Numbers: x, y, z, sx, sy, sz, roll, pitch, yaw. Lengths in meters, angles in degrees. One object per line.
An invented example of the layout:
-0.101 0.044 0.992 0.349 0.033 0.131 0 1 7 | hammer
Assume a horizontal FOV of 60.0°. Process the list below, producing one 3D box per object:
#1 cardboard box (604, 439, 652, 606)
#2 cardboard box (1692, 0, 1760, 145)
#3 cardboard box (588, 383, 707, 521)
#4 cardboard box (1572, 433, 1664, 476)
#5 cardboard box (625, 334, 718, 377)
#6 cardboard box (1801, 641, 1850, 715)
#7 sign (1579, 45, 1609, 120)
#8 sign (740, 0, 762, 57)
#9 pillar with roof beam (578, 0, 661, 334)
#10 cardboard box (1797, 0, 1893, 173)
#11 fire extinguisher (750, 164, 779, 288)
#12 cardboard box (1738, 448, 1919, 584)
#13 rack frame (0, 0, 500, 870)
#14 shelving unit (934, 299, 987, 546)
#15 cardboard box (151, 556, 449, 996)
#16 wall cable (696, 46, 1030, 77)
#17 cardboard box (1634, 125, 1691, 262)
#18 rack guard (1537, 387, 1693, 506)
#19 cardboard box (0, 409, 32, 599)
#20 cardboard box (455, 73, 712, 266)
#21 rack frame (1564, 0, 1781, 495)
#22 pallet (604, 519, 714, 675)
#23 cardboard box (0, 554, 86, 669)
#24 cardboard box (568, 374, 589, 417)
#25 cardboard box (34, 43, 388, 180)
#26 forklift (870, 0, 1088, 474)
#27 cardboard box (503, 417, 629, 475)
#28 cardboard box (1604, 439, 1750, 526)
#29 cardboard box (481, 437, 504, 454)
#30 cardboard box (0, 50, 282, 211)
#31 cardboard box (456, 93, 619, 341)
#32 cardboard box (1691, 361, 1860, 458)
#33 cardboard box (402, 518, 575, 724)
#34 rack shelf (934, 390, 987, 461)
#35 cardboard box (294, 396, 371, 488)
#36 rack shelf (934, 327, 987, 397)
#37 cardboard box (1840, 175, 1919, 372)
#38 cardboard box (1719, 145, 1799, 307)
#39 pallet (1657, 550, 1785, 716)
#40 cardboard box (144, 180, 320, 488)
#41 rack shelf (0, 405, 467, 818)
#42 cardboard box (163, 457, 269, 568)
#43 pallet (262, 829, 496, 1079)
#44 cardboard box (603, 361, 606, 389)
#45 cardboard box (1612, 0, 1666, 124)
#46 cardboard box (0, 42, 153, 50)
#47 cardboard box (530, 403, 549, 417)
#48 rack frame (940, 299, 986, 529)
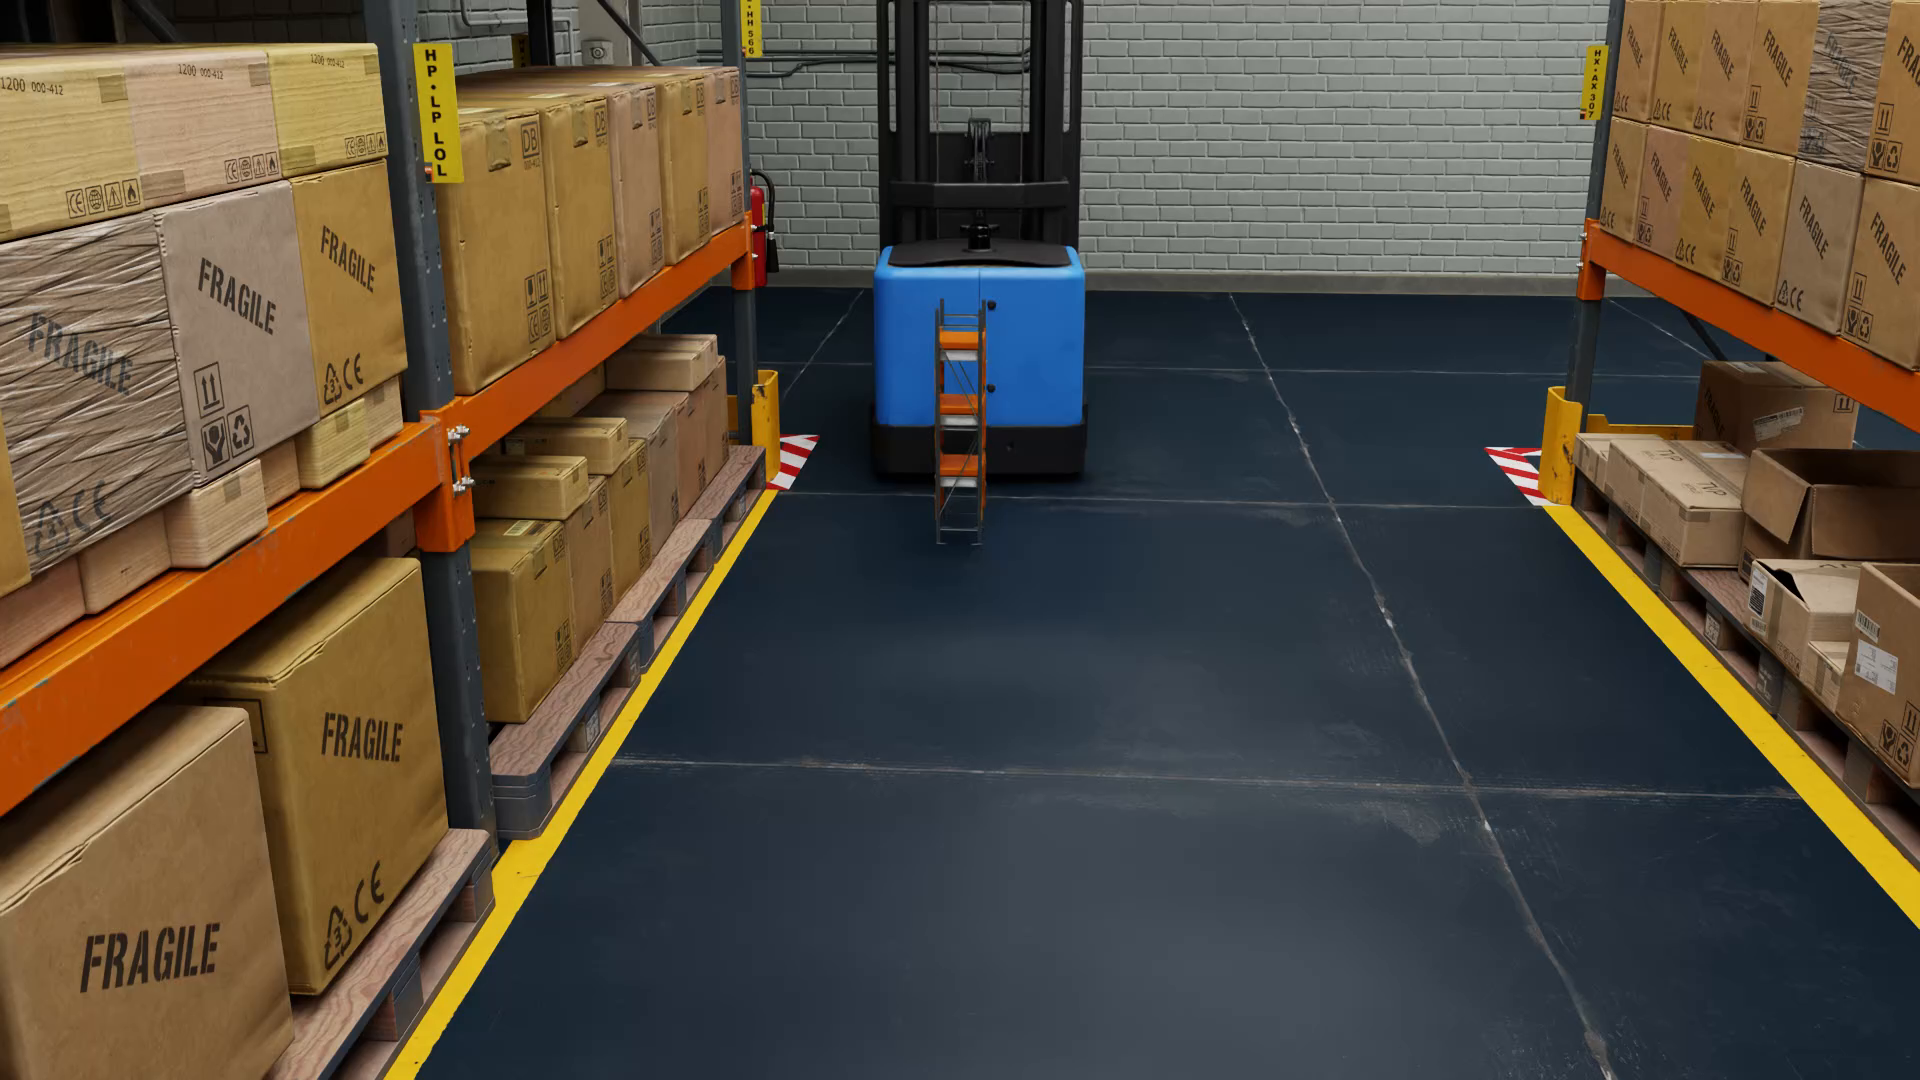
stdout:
-1.567 -0.080 6.189 0.700 0.500 0.500 2 18 5 | cardboard box
3.062 -1.728 6.114 0.500 0.500 0.500 2 18 5 | cardboard box
-1.500 -0.402 7.171 0.700 0.500 0.500 1 18 4 | cardboard box
3.054 -0.387 7.660 0.380 0.149 0.250 1 18 4 | cardboard box
-1.292 -0.821 7.410 0.380 0.149 0.250 1 18 3 | cardboard box
2.865 0.431 5.161 0.380 0.149 0.250 1 18 4 | cardboard box
2.886 -2.079 7.560 0.100 0.325 0.005 1 18 4 | sign
-0.974 -2.411 7.725 0.100 0.325 0.005 1 18 4 | sign
2.111 -5.378 9.383 9.100 9.000 0.400 1 18 4 | pillar with roof beam
2.989 -1.414 5.156 0.500 0.500 0.500 1 18 4 | cardboard box
-1.043 -1.587 8.174 0.296 0.674 0.183 1 18 4 | fire extinguisher
3.270 -0.020 5.968 0.797 0.503 0.637 1 18 4 | cardboard box
-1.801 -0.523 4.201 1.000 3.000 0.127 1 18 4 | rack frame
0.004 -0.516 7.310 0.215 1.050 0.252 1 18 4 | shelving unit
-1.718 0.504 3.845 0.750 0.750 0.750 1 18 5 | cardboard box
-0.752 -4.889 12.878 3.097 2.526 0.112 1 18 4 | wall cable
3.101 -1.411 6.750 0.500 0.500 0.500 1 18 3 | cardboard box
3.422 -0.444 7.975 1.175 0.500 0.348 1 18 4 | rack guard
-1.684 -0.102 2.247 0.500 0.500 0.500 2 18 5 | cardboard box
-1.582 -1.523 6.771 0.980 0.700 0.700 1 18 3 | cardboard box
3.427 -1.655 7.658 1.000 3.000 0.127 1 18 4 | rack frame
-1.583 0.188 6.510 1.003 0.211 1.213 1 18 4 | pallet
-1.677 0.092 2.696 0.380 0.149 0.250 1 18 2 | cardboard box
-1.726 -0.594 6.718 0.380 0.149 0.250 2 18 5 | cardboard box
-1.579 -0.927 3.559 0.500 0.250 0.500 2 18 5 | cardboard box
0.106 -2.124 9.198 1.130 2.935 3.031 0 18 0 | forklift
-1.401 -0.337 5.932 0.380 0.149 0.250 1 18 2 | cardboard box
3.069 -0.240 7.048 0.500 0.250 0.500 1 18 4 | cardboard box
-1.799 -0.277 5.751 0.380 0.149 0.250 1 18 2 | cardboard box
-1.625 -0.768 3.075 0.500 0.250 0.500 2 18 5 | cardboard box
-1.688 -1.060 5.358 0.980 0.700 0.700 1 18 3 | cardboard box
3.634 -0.502 7.447 0.500 0.500 0.500 1 18 4 | cardboard box
-1.645 0.236 5.226 0.700 0.500 0.500 2 18 5 | cardboard box
0.004 -0.505 7.314 0.215 0.259 0.240 1 18 4 | rack shelf
-1.537 -0.222 3.656 0.380 0.149 0.250 2 18 5 | cardboard box
0.004 -0.775 7.225 0.215 0.259 0.240 1 18 4 | rack shelf
2.956 -0.782 4.831 0.500 0.500 0.500 2 18 5 | cardboard box
3.024 -1.100 5.801 0.500 0.500 0.500 2 18 5 | cardboard box
3.276 0.319 6.111 1.003 0.211 1.213 1 18 4 | pallet
-1.609 -0.413 3.197 0.500 0.500 0.500 1 18 4 | cardboard box
-1.944 0.440 2.417 1.077 0.370 4.000 1 18 4 | rack shelf
-1.561 -0.060 3.159 0.380 0.149 0.250 1 18 4 | cardboard box
-1.781 1.044 3.898 1.003 0.211 1.213 1 18 4 | pallet
-1.690 -0.751 7.196 0.380 0.149 0.250 1 18 4 | cardboard box
3.132 -2.046 7.084 0.500 0.500 0.500 2 18 6 | cardboard box
-2.094 -0.940 3.601 0.500 0.250 0.500 2 18 6 | cardboard box
-1.763 -0.436 6.235 0.380 0.149 0.250 1 18 3 | cardboard box
0.013 -0.553 7.426 0.200 1.050 0.008 1 18 4 | rack frame
